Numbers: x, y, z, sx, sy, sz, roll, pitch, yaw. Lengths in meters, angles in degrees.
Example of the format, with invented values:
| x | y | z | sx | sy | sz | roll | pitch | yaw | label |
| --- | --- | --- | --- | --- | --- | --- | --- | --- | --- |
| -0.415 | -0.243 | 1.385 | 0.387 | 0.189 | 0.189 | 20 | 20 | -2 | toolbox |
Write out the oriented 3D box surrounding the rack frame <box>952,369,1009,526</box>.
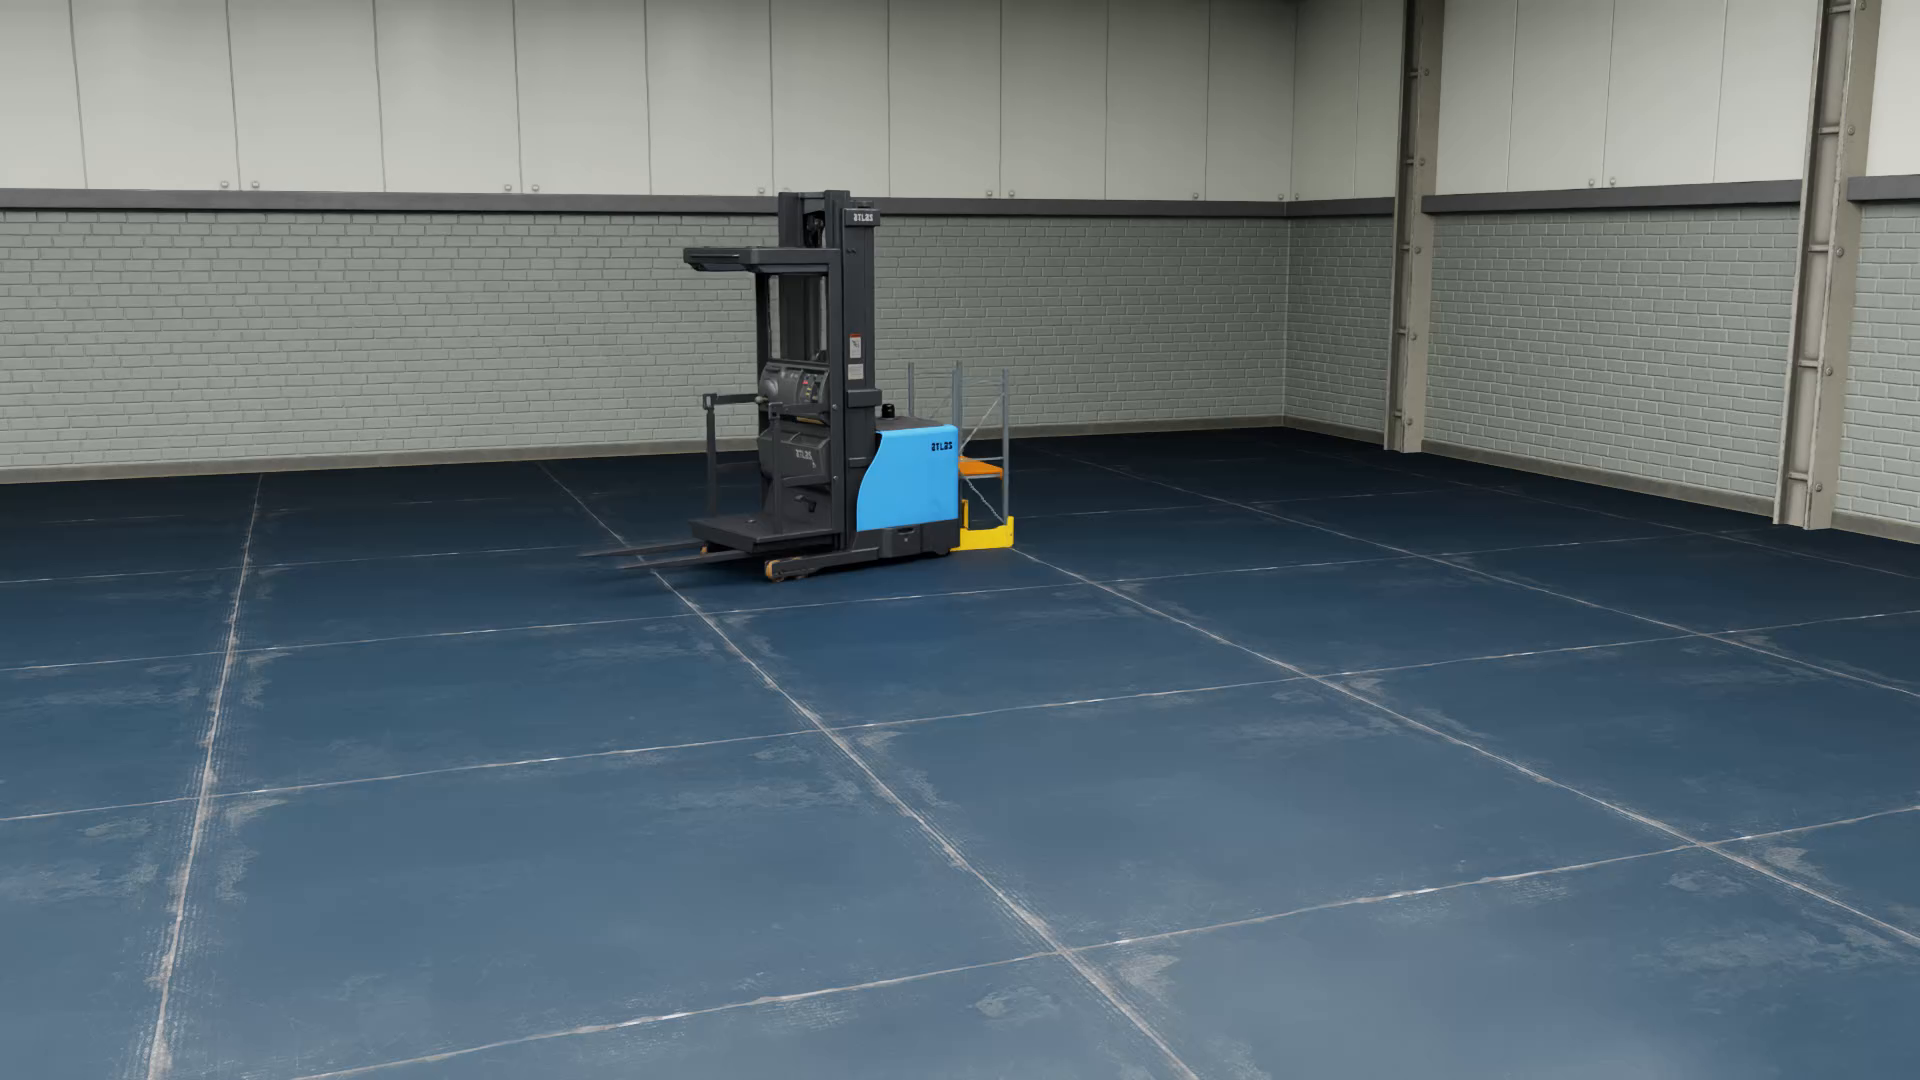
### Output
| x | y | z | sx | sy | sz | roll | pitch | yaw | label |
| --- | --- | --- | --- | --- | --- | --- | --- | --- | --- |
| 0.172 | -0.672 | 13.915 | 0.500 | 1.500 | 0.032 | -4 | 11 | -22 | rack frame |

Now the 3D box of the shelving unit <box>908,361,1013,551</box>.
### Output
| x | y | z | sx | sy | sz | roll | pitch | yaw | label |
| --- | --- | --- | --- | --- | --- | --- | --- | --- | --- |
| -0.019 | -0.753 | 14.369 | 0.587 | 1.500 | 1.083 | -4 | 11 | -22 | shelving unit |

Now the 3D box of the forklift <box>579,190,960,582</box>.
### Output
| x | y | z | sx | sy | sz | roll | pitch | yaw | label |
| --- | --- | --- | --- | --- | --- | --- | --- | --- | --- |
| -1.474 | -1.229 | 12.961 | 3.031 | 2.935 | 1.130 | -8 | 13 | -37 | forklift |

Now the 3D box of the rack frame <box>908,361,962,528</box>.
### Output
| x | y | z | sx | sy | sz | roll | pitch | yaw | label |
| --- | --- | --- | --- | --- | --- | --- | --- | --- | --- |
| -0.217 | -0.836 | 14.840 | 0.500 | 1.500 | 0.032 | -4 | 11 | -22 | rack frame |

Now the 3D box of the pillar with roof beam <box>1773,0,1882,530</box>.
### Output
| x | y | z | sx | sy | sz | roll | pitch | yaw | label |
| --- | --- | --- | --- | --- | --- | --- | --- | --- | --- |
| 3.672 | -4.290 | 12.843 | 9.100 | 9.000 | 0.400 | -4 | 11 | -21 | pillar with roof beam |

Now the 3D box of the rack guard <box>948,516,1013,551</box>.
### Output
| x | y | z | sx | sy | sz | roll | pitch | yaw | label |
| --- | --- | --- | --- | --- | --- | --- | --- | --- | --- |
| 0.172 | -0.057 | 14.026 | 0.587 | 0.250 | 0.087 | -4 | 11 | -22 | rack guard |

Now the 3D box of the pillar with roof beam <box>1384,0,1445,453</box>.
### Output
| x | y | z | sx | sy | sz | roll | pitch | yaw | label |
| --- | --- | --- | --- | --- | --- | --- | --- | --- | --- |
| 1.498 | -5.269 | 18.349 | 9.100 | 9.000 | 0.400 | -4 | 11 | -21 | pillar with roof beam |

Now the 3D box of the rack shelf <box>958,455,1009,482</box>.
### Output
| x | y | z | sx | sy | sz | roll | pitch | yaw | label |
| --- | --- | --- | --- | --- | --- | --- | --- | --- | --- |
| -0.023 | -0.577 | 14.409 | 0.538 | 0.185 | 1.000 | -4 | 11 | -22 | rack shelf |

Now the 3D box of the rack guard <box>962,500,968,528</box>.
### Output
| x | y | z | sx | sy | sz | roll | pitch | yaw | label |
| --- | --- | --- | --- | --- | --- | --- | --- | --- | --- |
| -0.210 | -0.218 | 14.931 | 0.587 | 0.250 | 0.087 | -4 | 11 | -22 | rack guard |
